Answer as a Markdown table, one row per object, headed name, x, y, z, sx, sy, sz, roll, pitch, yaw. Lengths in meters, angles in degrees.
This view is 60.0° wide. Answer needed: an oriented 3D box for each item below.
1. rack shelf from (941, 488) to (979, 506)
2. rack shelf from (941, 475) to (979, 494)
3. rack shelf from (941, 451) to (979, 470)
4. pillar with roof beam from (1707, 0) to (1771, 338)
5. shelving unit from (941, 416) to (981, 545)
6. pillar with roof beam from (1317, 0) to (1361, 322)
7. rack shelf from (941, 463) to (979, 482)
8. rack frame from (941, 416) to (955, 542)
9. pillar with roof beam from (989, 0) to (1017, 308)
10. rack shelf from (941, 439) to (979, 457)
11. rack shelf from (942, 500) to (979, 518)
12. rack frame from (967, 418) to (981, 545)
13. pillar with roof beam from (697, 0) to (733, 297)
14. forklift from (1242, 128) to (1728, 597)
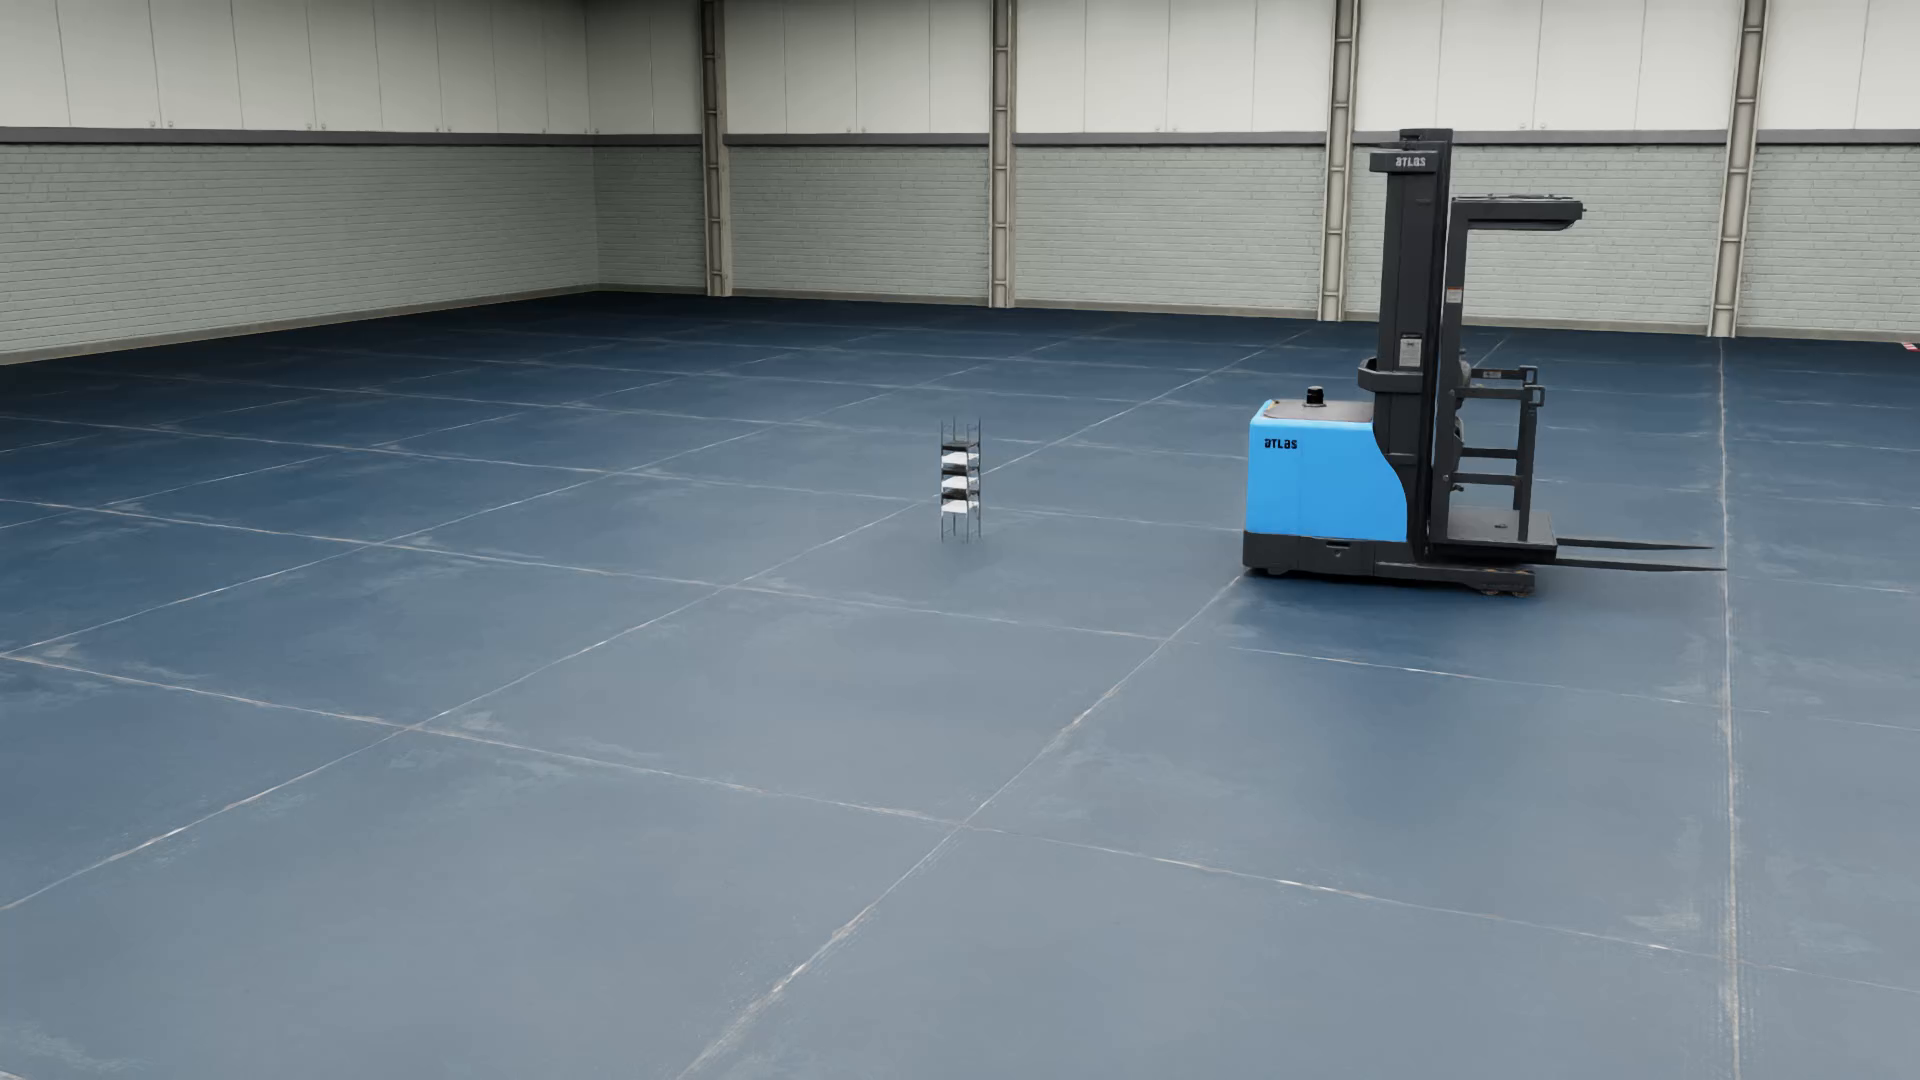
| name | x | y | z | sx | sy | sz | roll | pitch | yaw |
| --- | --- | --- | --- | --- | --- | --- | --- | --- | --- |
| rack shelf | 0.007 | -0.317 | 12.177 | 0.200 | 0.077 | 0.258 | 6 | 14 | 23 |
| rack shelf | 0.007 | -0.405 | 12.156 | 0.200 | 0.077 | 0.258 | 6 | 14 | 23 |
| rack shelf | 0.007 | -0.580 | 12.115 | 0.200 | 0.077 | 0.258 | 6 | 14 | 23 |
| pillar with roof beam | 9.992 | -6.625 | 20.788 | 0.400 | 9.000 | 9.100 | 6 | 14 | 23 |
| shelving unit | 0.007 | -0.437 | 12.149 | 0.210 | 0.900 | 0.258 | 6 | 14 | 23 |
| pillar with roof beam | 4.506 | -7.180 | 23.154 | 0.400 | 9.000 | 9.100 | 6 | 14 | 23 |
| rack shelf | 0.007 | -0.493 | 12.136 | 0.200 | 0.077 | 0.258 | 6 | 14 | 23 |
| rack frame | -0.086 | -0.447 | 12.189 | 0.006 | 0.900 | 0.240 | 6 | 14 | 23 |
| pillar with roof beam | -0.980 | -7.735 | 25.520 | 0.400 | 9.000 | 9.100 | 6 | 14 | 23 |
| rack shelf | 0.007 | -0.668 | 12.095 | 0.200 | 0.077 | 0.258 | 6 | 14 | 23 |
| rack shelf | 0.007 | -0.230 | 12.198 | 0.200 | 0.077 | 0.258 | 6 | 14 | 23 |
| rack frame | 0.100 | -0.428 | 12.109 | 0.006 | 0.900 | 0.240 | 6 | 14 | 23 |
| pillar with roof beam | -6.466 | -8.290 | 27.886 | 0.400 | 9.000 | 9.100 | 6 | 14 | 23 |
| forklift | 3.486 | -1.195 | 10.932 | 3.031 | 2.935 | 1.130 | 4 | 14 | 16 |
